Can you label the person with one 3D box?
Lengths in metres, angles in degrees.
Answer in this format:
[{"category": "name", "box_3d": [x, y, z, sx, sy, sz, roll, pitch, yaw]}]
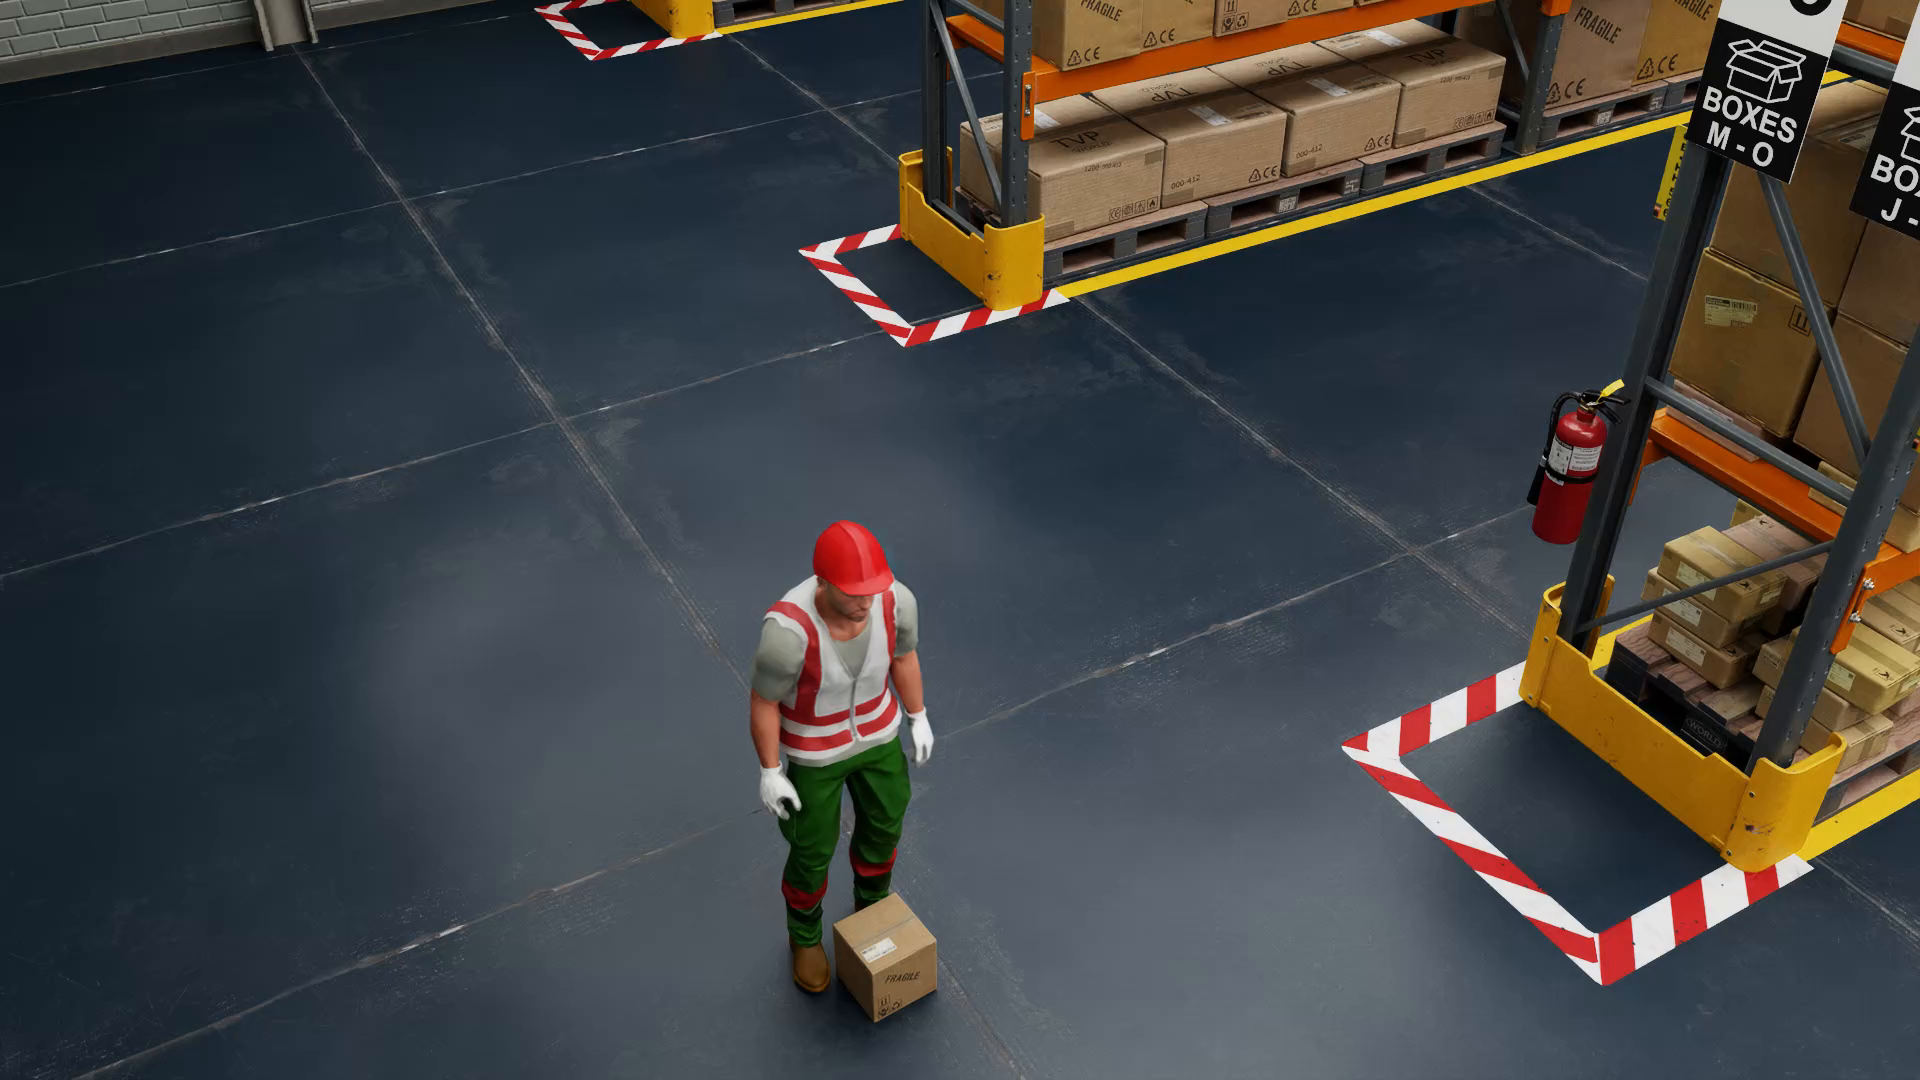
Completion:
[{"category": "person", "box_3d": [-0.362, 0.659, 5.244, 0.607, 1.779, 0.451, -19, 41, -24]}]
